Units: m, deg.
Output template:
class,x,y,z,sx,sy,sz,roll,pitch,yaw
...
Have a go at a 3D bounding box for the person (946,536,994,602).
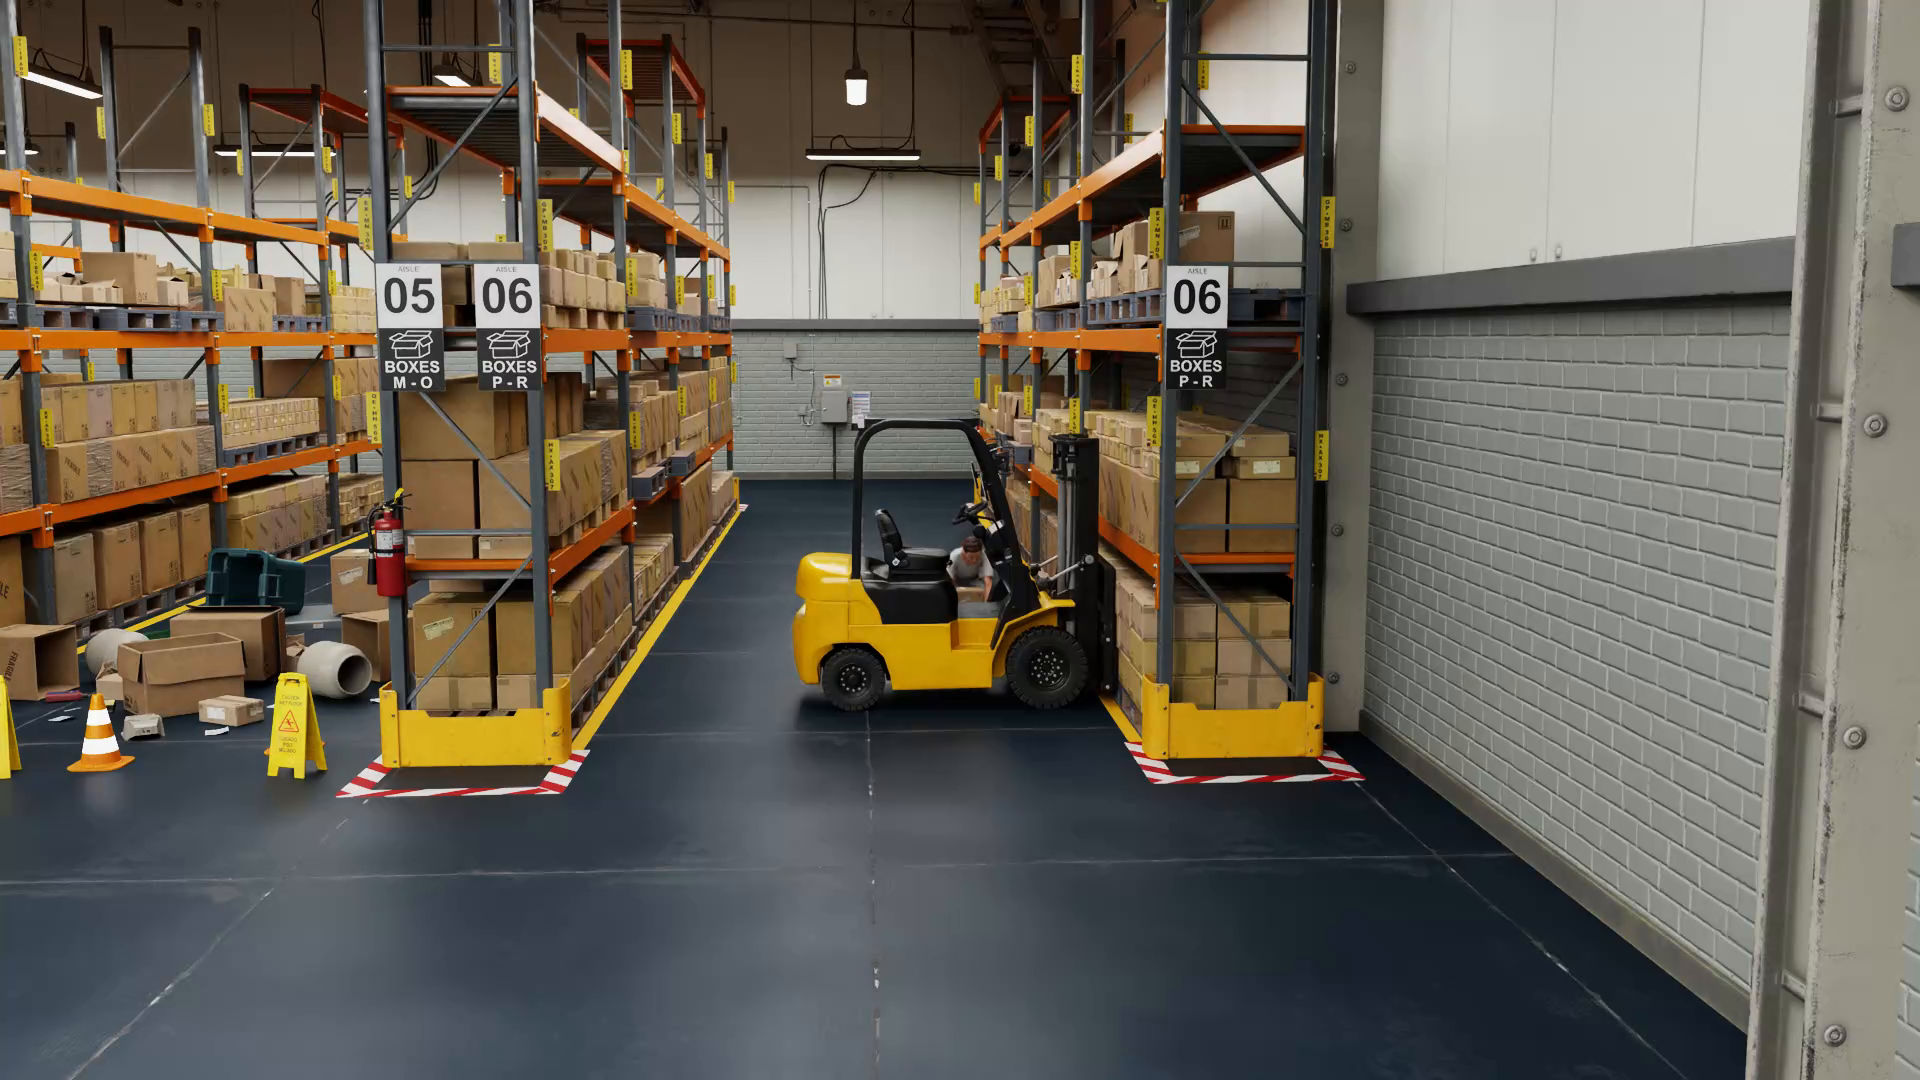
class,x,y,z,sx,sy,sz,roll,pitch,yaw
person,0.063,0.399,15.578,0.492,0.933,0.798,0,7,-4
